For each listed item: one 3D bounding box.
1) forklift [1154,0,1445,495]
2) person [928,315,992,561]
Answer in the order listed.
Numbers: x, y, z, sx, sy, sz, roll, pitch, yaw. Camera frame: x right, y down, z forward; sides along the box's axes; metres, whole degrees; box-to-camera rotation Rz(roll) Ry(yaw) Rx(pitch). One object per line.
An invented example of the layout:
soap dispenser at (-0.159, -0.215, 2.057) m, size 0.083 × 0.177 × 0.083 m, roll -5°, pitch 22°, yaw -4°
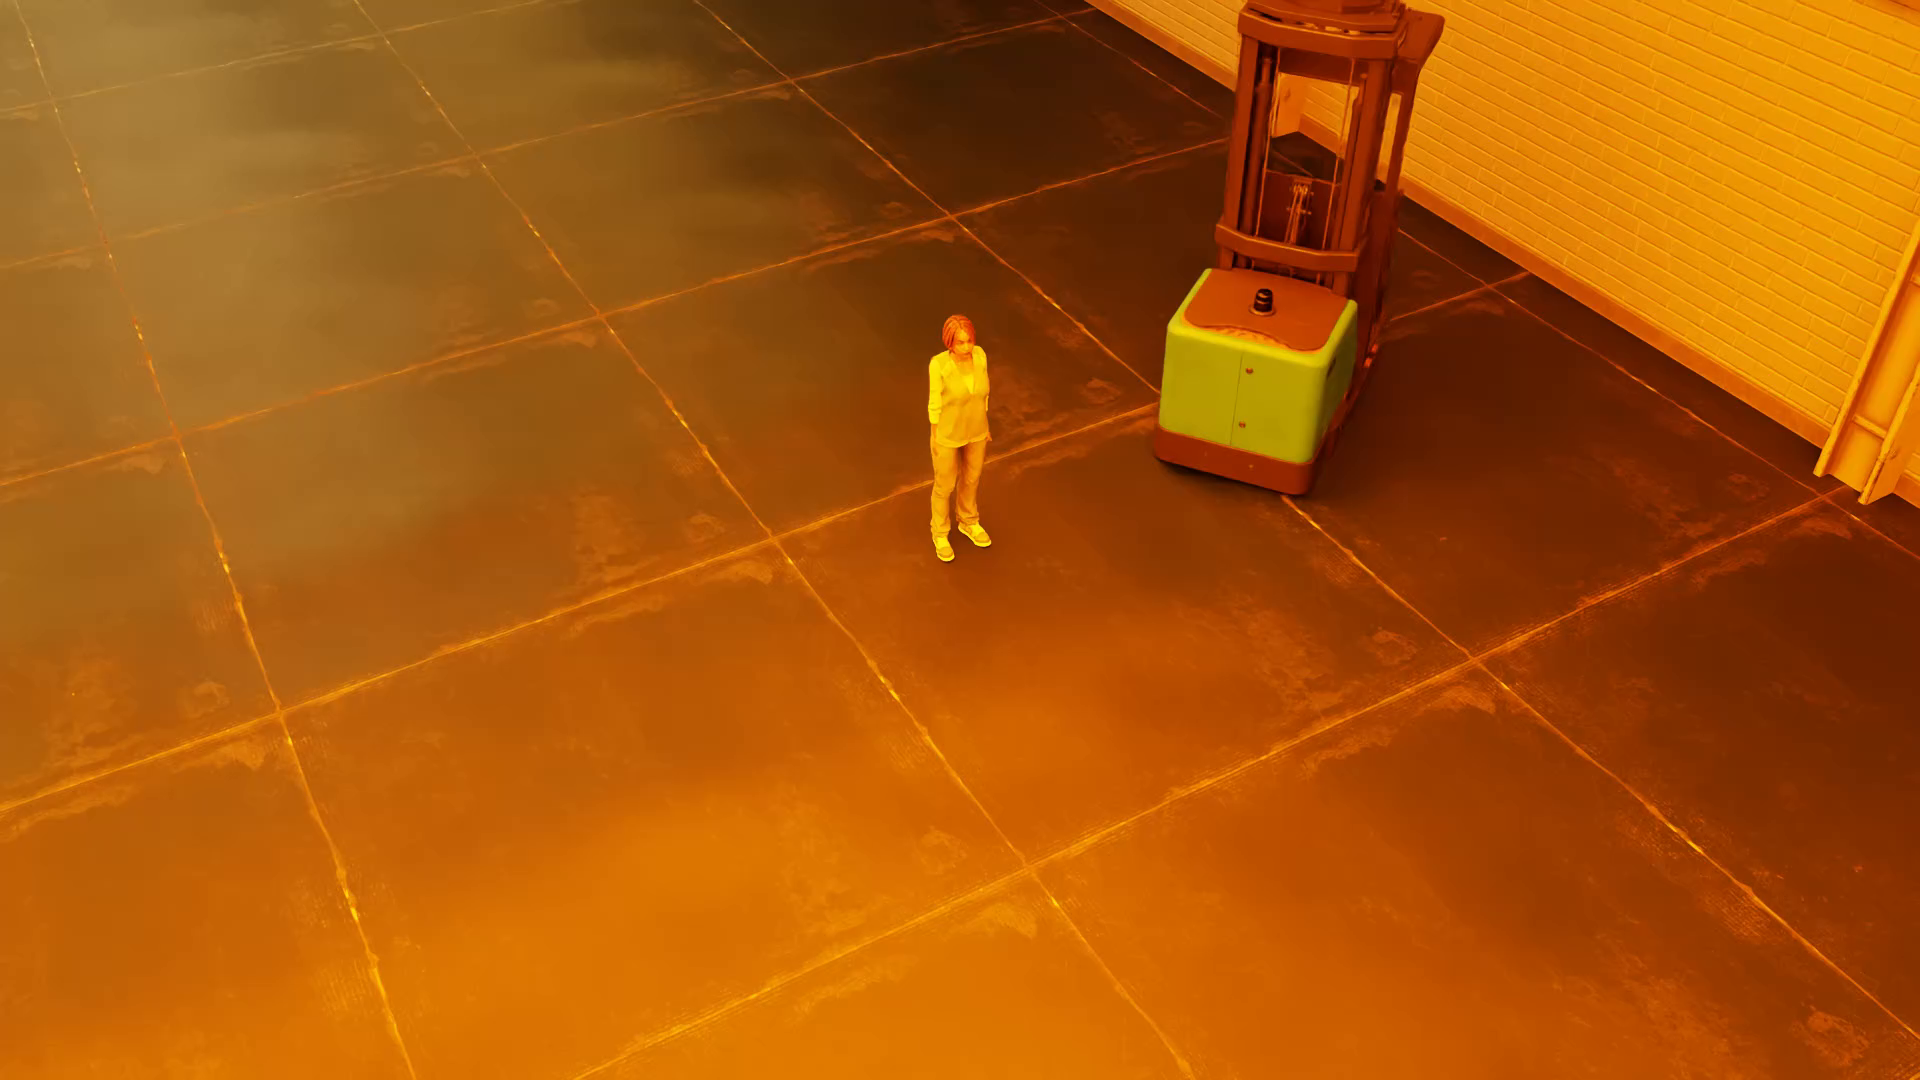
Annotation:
forklift at (2.349, -2.355, 10.875) m, size 1.130 × 2.935 × 3.031 m, roll 16°, pitch 42°, yaw 19°
person at (0.003, -0.616, 9.822) m, size 0.409 × 1.602 × 0.327 m, roll -20°, pitch 44°, yaw -23°
